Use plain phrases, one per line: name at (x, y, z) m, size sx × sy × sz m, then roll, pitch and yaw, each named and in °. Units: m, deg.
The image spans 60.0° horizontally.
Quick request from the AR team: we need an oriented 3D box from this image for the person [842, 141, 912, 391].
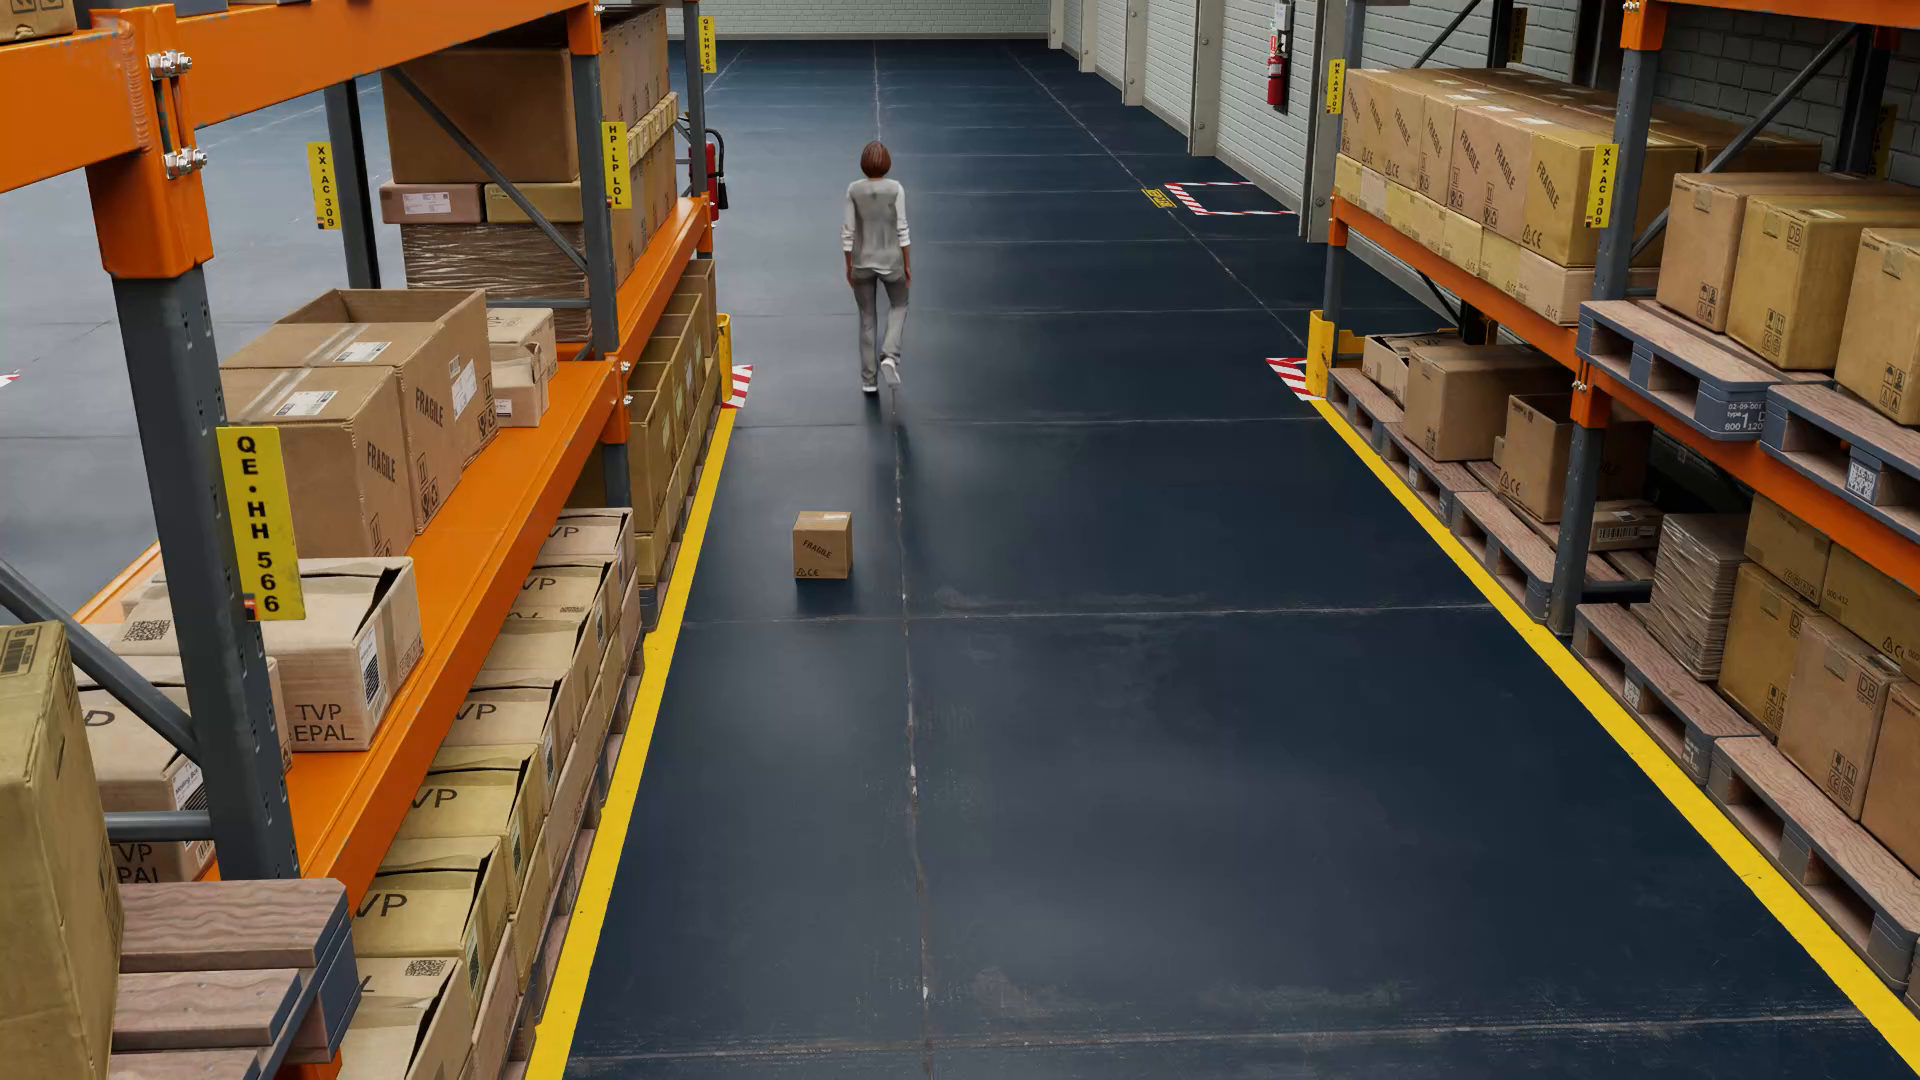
person at (-0.528, -1.745, 10.643) m, size 0.442 × 1.601 × 0.418 m, roll 0°, pitch 21°, yaw 0°
